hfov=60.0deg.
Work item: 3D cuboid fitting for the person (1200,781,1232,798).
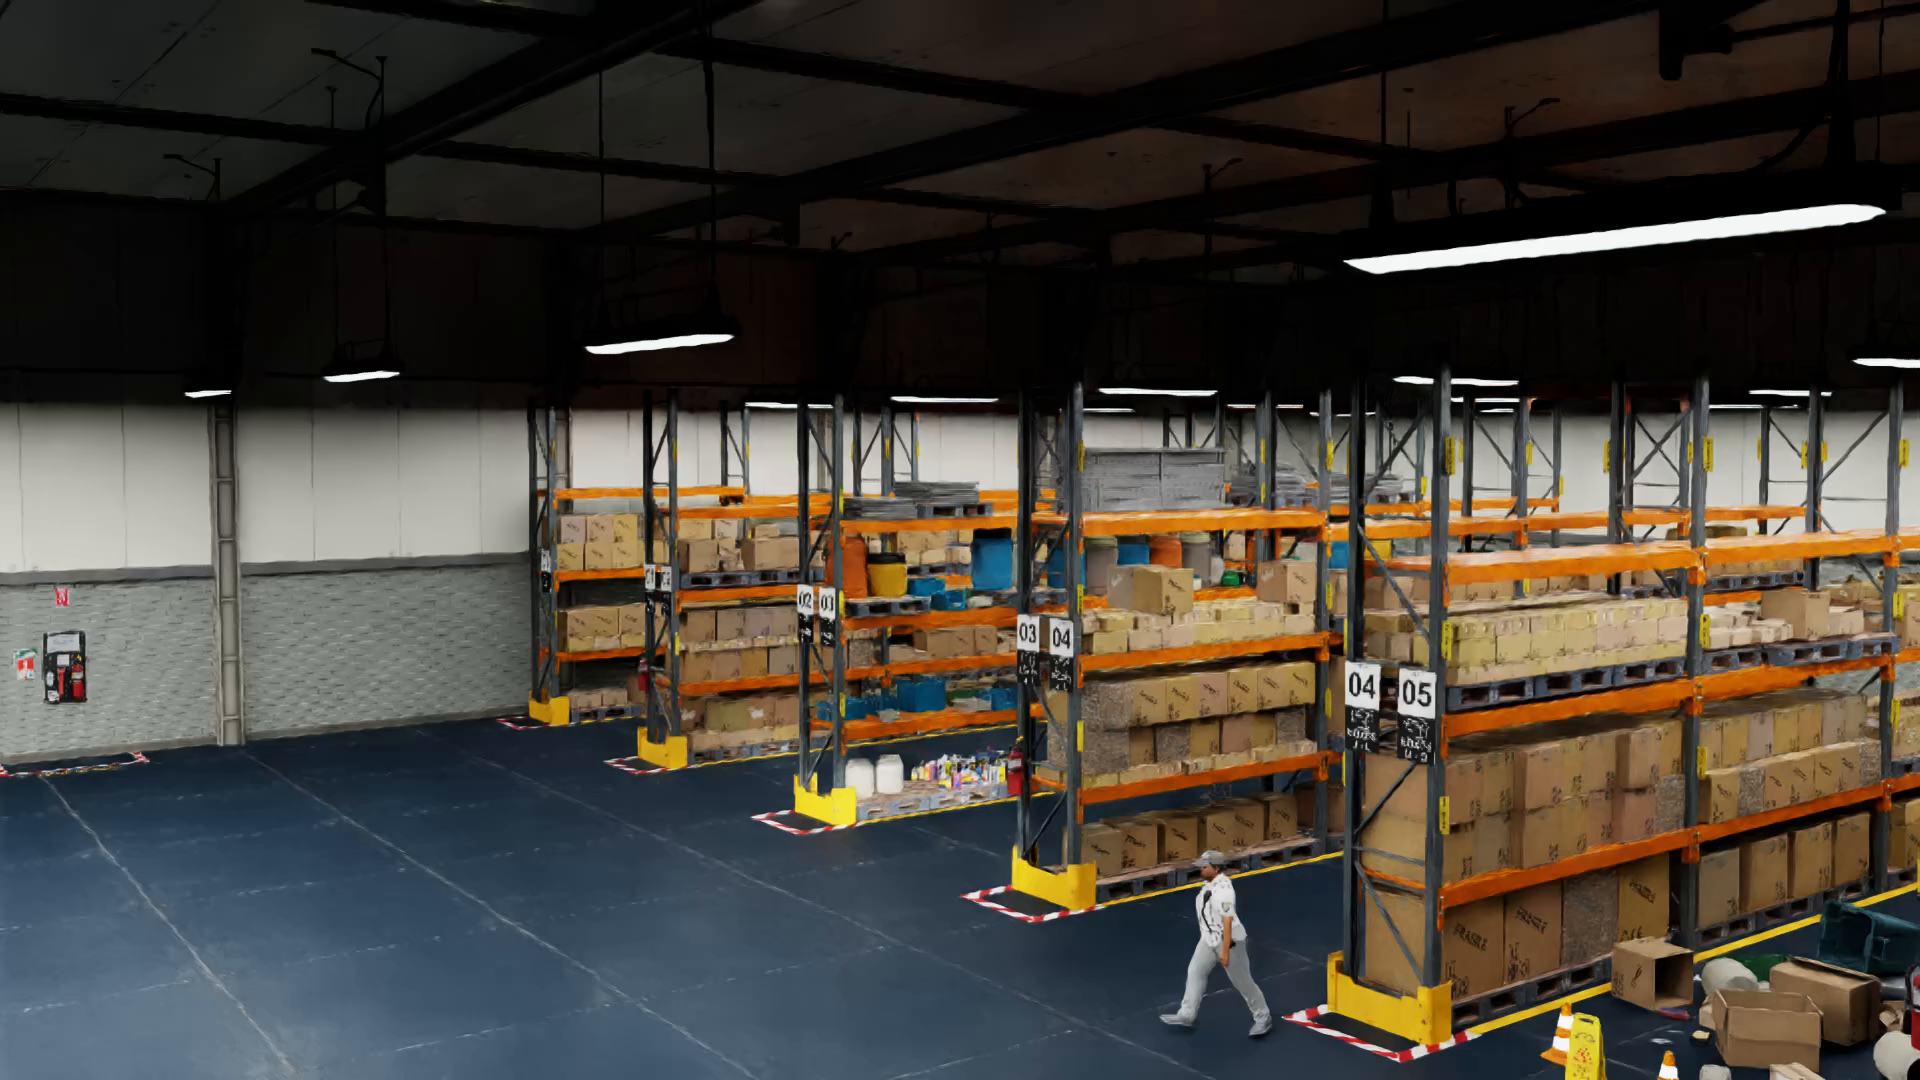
[{"bbox_3d":[3.646,2.951,23.823,0.506,1.628,0.639,-3,4,-37],"label":"person"}]

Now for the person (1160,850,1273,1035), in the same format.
[{"bbox_3d":[2.264,3.499,14.525,0.936,1.612,0.517,-1,3,-12],"label":"person"}]
